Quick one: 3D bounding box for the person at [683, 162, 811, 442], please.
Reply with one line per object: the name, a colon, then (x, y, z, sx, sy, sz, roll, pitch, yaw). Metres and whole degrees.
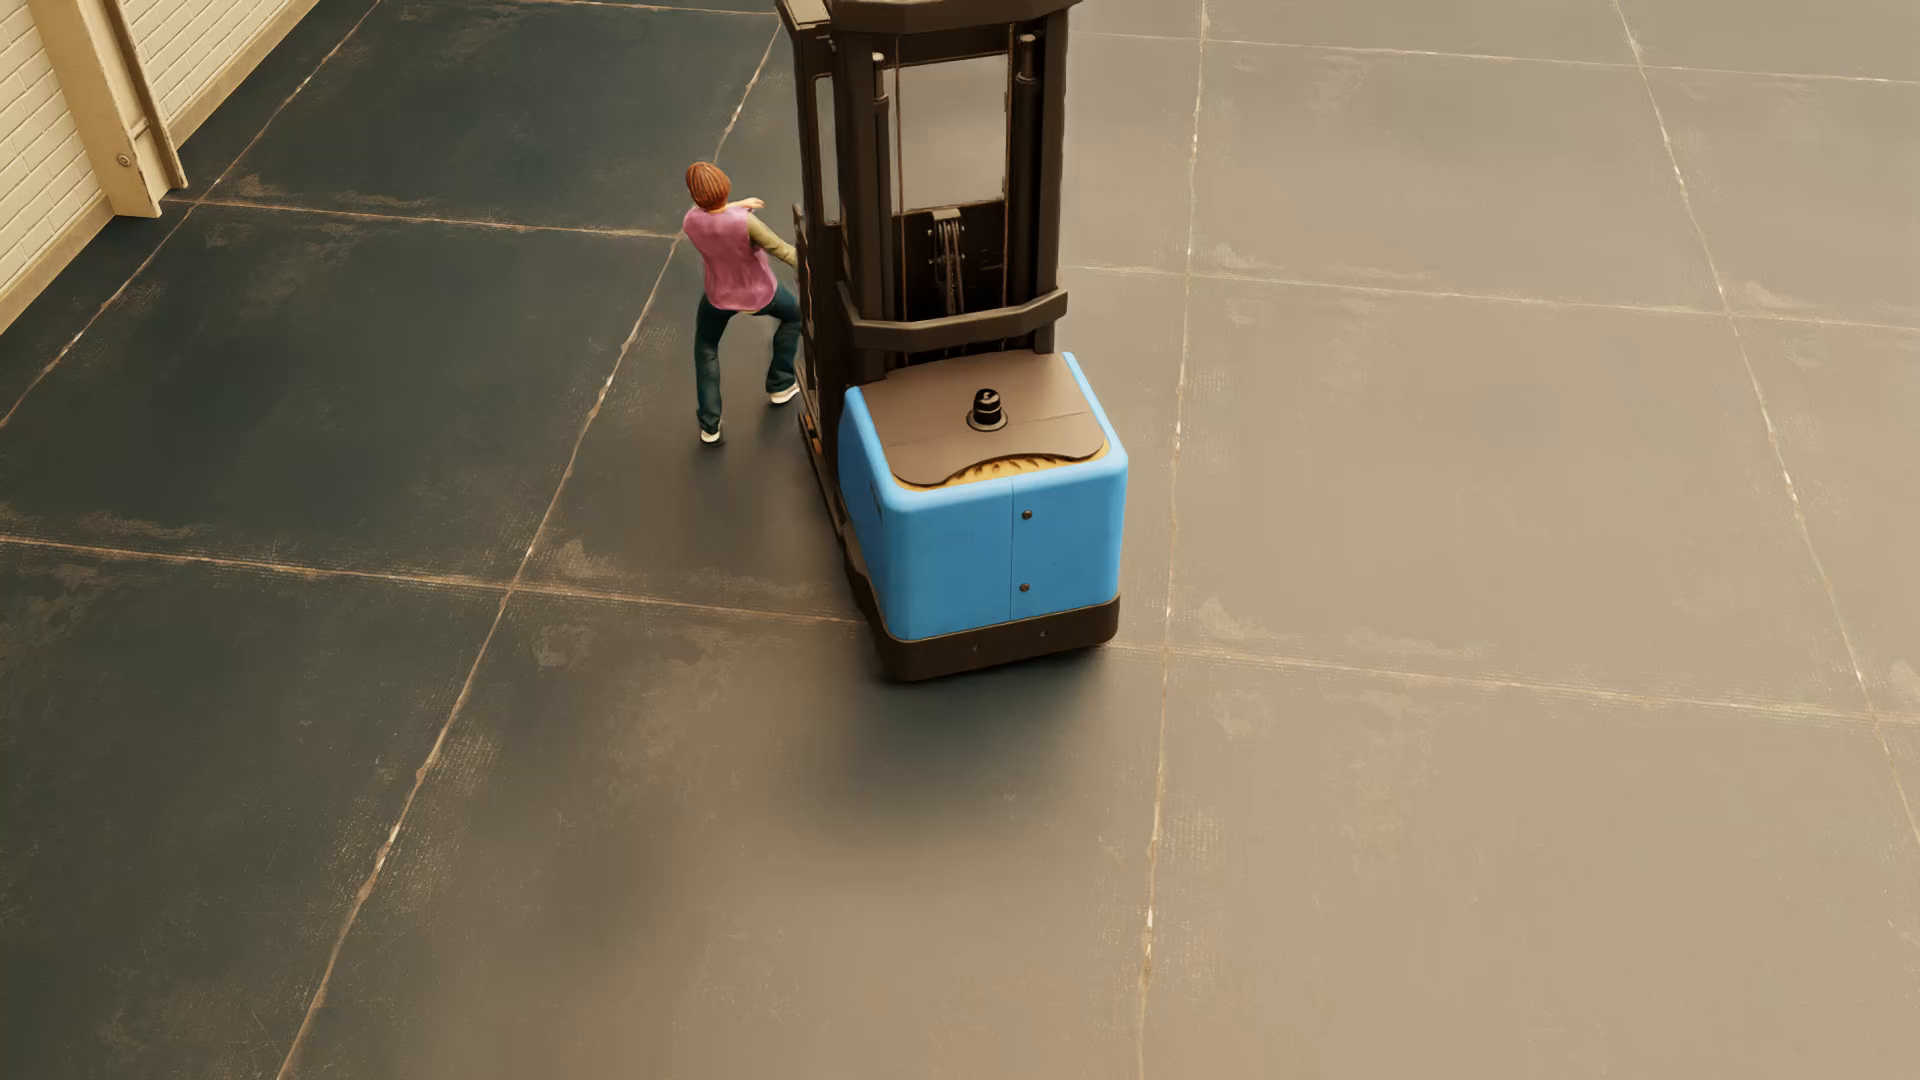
person: (-0.998, -1.253, 8.171, 0.677, 1.483, 0.744, 0, 43, 0)

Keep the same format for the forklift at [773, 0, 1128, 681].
forklift: (-0.185, -1.486, 7.342, 1.130, 2.935, 3.031, -11, 44, -11)
